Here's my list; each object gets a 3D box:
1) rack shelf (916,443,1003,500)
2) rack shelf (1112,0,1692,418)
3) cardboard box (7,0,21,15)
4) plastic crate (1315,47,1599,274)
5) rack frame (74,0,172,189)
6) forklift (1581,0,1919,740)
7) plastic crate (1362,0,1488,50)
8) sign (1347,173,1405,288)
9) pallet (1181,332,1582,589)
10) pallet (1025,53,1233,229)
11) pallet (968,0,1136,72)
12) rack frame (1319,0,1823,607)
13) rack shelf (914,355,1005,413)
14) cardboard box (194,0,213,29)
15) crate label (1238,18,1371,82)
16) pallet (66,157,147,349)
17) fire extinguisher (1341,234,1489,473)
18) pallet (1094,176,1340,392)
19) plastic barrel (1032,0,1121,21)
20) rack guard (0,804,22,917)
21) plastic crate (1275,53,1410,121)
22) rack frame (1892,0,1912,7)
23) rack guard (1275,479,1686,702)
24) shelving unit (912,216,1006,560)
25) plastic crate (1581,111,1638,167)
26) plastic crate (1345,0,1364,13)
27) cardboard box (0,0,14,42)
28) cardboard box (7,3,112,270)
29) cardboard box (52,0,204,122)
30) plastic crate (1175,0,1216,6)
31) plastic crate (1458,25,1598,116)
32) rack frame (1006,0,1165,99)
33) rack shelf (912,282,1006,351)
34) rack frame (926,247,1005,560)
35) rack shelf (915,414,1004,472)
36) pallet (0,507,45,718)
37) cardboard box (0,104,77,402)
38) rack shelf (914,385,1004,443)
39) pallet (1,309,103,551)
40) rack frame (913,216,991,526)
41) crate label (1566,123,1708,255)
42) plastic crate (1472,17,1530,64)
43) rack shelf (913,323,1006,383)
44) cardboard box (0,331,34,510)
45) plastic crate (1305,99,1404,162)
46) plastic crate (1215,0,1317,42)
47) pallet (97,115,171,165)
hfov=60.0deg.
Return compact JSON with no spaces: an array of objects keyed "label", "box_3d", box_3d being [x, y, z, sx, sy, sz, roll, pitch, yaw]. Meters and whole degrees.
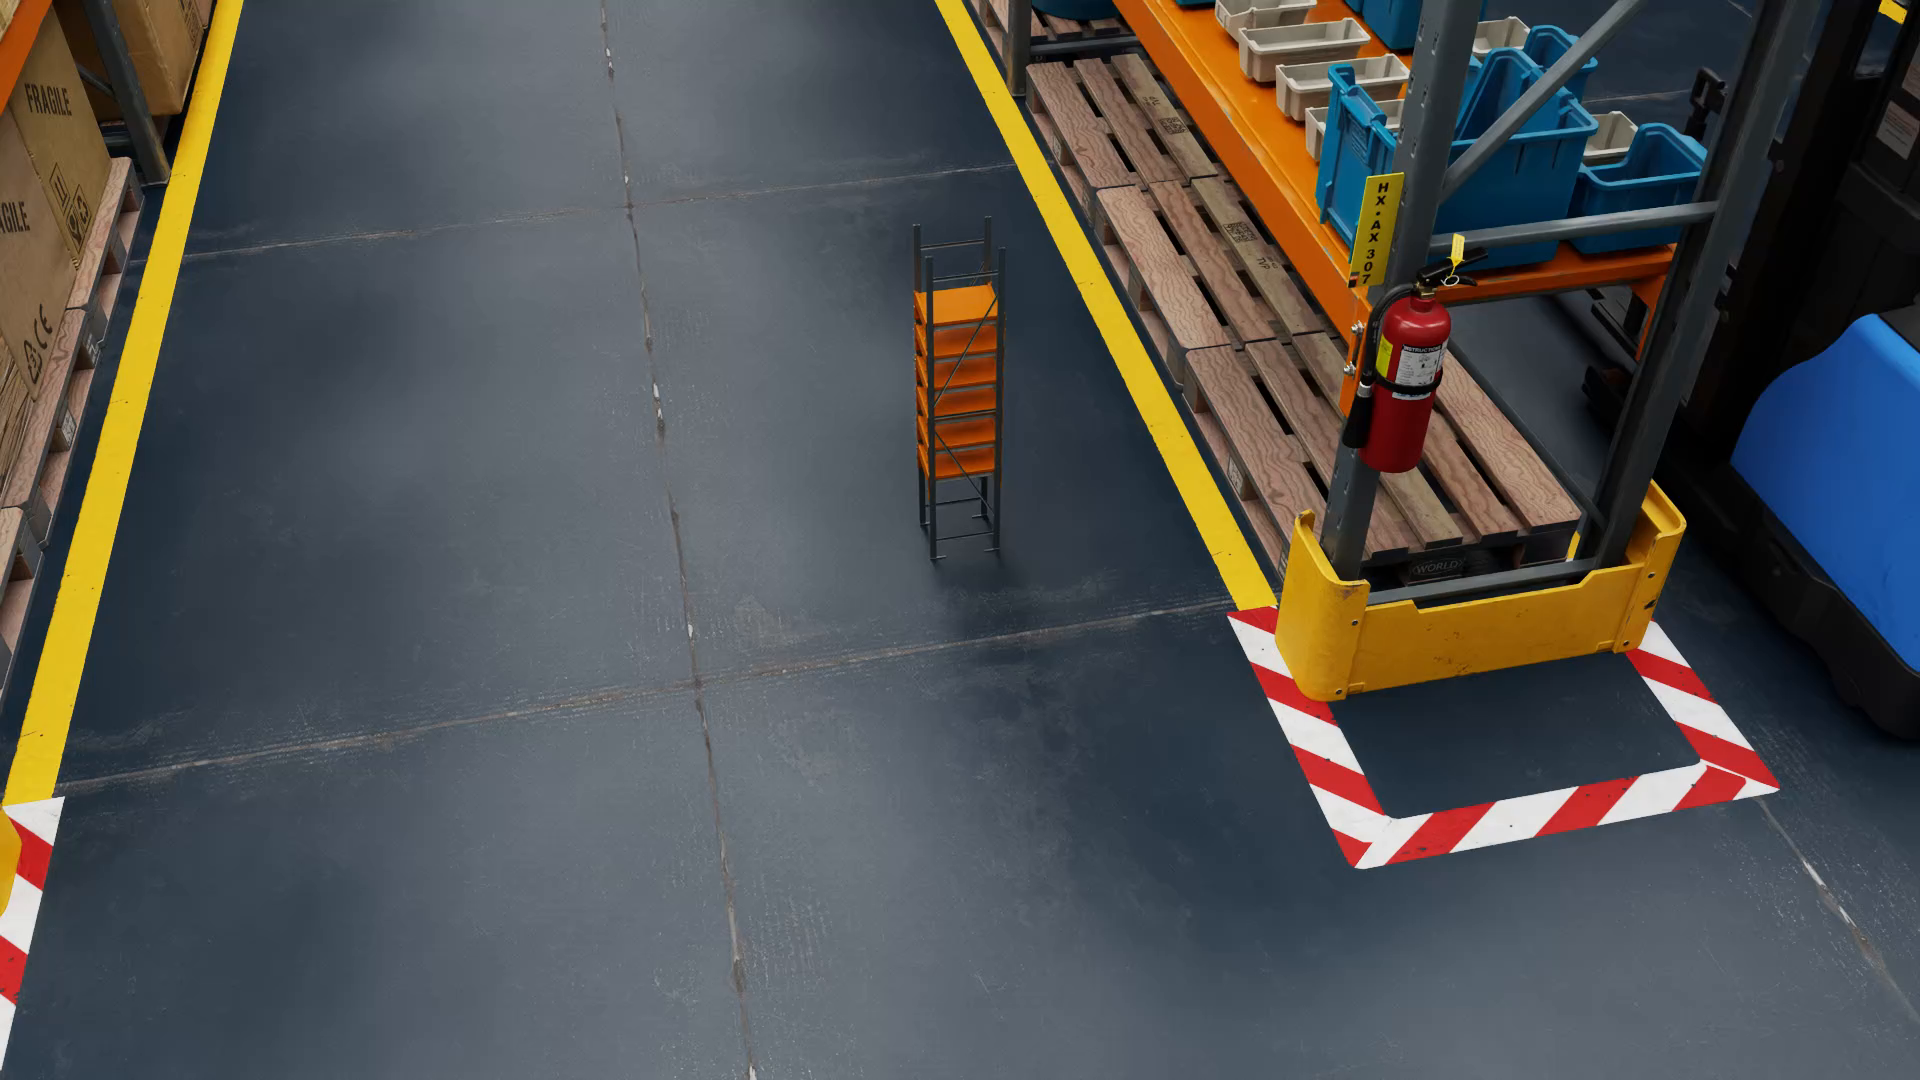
[{"label":"rack shelf","box_3d":[-0.003,-0.245,5.551,0.258,0.103,0.180,-8,42,-9]},{"label":"rack shelf","box_3d":[1.165,-1.844,6.110,1.077,0.370,4.000,-8,42,-9]},{"label":"cardboard box","box_3d":[-3.551,-1.955,5.883,0.380,0.149,0.250,-8,42,-8]},{"label":"plastic crate","box_3d":[1.342,-1.043,4.594,0.616,0.435,0.499,-8,42,-9]},{"label":"rack frame","box_3d":[-4.103,-2.700,6.532,1.000,3.000,0.127,-8,42,-9]},{"label":"forklift","box_3d":[2.987,-1.487,5.217,1.130,2.935,3.031,-8,42,-9]},{"label":"plastic crate","box_3d":[1.580,-1.837,5.641,0.416,0.233,0.300,-8,42,-9]},{"label":"sign","box_3d":[1.063,-0.789,4.256,0.100,0.325,0.005,-8,42,-9]},{"label":"pallet","box_3d":[1.456,-0.314,5.945,1.003,0.211,1.213,-8,42,-9]},{"label":"pallet","box_3d":[0.930,-1.896,7.727,1.003,0.211,1.213,-8,42,-9]},{"label":"pallet","box_3d":[0.607,-2.873,8.828,1.003,0.211,1.213,-8,42,-9]},{"label":"rack frame","box_3d":[1.597,-0.817,4.411,1.000,3.000,0.127,-8,42,-9]},{"label":"rack shelf","box_3d":[-0.003,-0.515,5.312,0.258,0.103,0.180,-8,42,-9]},{"label":"cardboard box","box_3d":[-4.454,-3.054,8.215,1.225,0.875,0.875,-10,43,-11]},{"label":"crate label","box_3d":[1.111,-1.610,5.458,0.396,0.136,0.243,-8,42,-9]},{"label":"pallet","box_3d":[-4.015,-1.153,6.890,1.003,0.211,1.213,-8,42,-9]},{"label":"fire extinguisher","box_3d":[1.185,-0.486,4.377,0.296,0.674,0.183,-8,42,-9]},{"label":"pallet","box_3d":[1.197,-1.103,6.834,1.003,0.211,1.213,-8,42,-9]},{"label":"plastic barrel","box_3d":[0.632,-3.137,8.289,0.600,0.901,0.708,-8,42,-9]},{"label":"rack guard","box_3d":[-3.235,0.843,4.424,1.175,0.500,0.348,-8,42,-9]},{"label":"plastic crate","box_3d":[1.195,-1.433,5.259,0.396,0.136,0.243,-8,42,-9]},{"label":"rack frame","box_3d":[5.571,-4.117,8.129,1.000,3.000,0.127,-8,42,-9]},{"label":"rack guard","box_3d":[1.614,0.132,5.225,1.175,0.500,0.348,-8,42,-9]},{"label":"shelving unit","box_3d":[-0.003,-0.458,5.362,0.258,1.200,0.189,-8,42,-9]},{"label":"plastic crate","box_3d":[1.876,-1.168,4.959,0.250,0.136,0.298,-8,42,-9]},{"label":"plastic crate","box_3d":[1.516,-2.032,5.861,0.416,0.233,0.300,-8,42,-9]},{"label":"cardboard box","box_3d":[-3.495,-1.788,5.694,0.380,0.149,0.250,-8,42,-8]},{"label":"cardboard box","box_3d":[-4.039,-1.623,6.603,0.875,0.875,0.875,-8,42,-9]},{"label":"cardboard box","box_3d":[-4.261,-2.475,7.562,1.225,0.875,0.875,-8,42,-9]},{"label":"plastic crate","box_3d":[0.903,-2.071,5.905,0.416,0.233,0.300,-8,42,-9]},{"label":"plastic crate","box_3d":[1.723,-1.411,5.161,0.416,0.233,0.300,-8,42,-9]},{"label":"rack frame","box_3d":[0.733,-3.410,7.332,1.000,3.000,0.127,-8,42,-9]},{"label":"rack shelf","box_3d":[-0.003,-0.694,5.153,0.258,0.103,0.180,-8,42,-9]},{"label":"rack frame","box_3d":[0.017,-0.399,5.295,0.240,1.200,0.006,-8,42,-9]},{"label":"rack shelf","box_3d":[-0.003,-0.335,5.471,0.258,0.103,0.180,-8,42,-9]},{"label":"pallet","box_3d":[-3.489,0.429,5.108,1.003,0.211,1.213,-8,42,-9]},{"label":"cardboard box","box_3d":[-3.844,-1.040,5.946,0.875,0.875,0.875,-8,42,-9]},{"label":"rack shelf","box_3d":[-0.003,-0.425,5.392,0.258,0.103,0.180,-8,42,-9]},{"label":"pallet","box_3d":[-3.749,-0.361,5.997,1.003,0.211,1.213,-8,42,-9]},{"label":"rack frame","box_3d":[-0.023,-0.517,5.429,0.240,1.200,0.006,-8,42,-9]},{"label":"crate label","box_3d":[1.865,-0.984,4.680,0.416,0.233,0.303,-8,42,-9]},{"label":"plastic crate","box_3d":[1.730,-1.607,5.455,0.250,0.136,0.298,-8,42,-9]},{"label":"rack shelf","box_3d":[-0.003,-0.604,5.232,0.258,0.103,0.180,-8,42,-9]},{"label":"cardboard box","box_3d":[-3.652,-0.463,5.296,0.875,0.875,0.875,-8,42,-9]},{"label":"plastic crate","box_3d":[1.244,-1.243,5.045,0.396,0.136,0.243,-8,42,-9]},{"label":"plastic crate","box_3d":[1.029,-1.800,5.671,0.298,0.136,0.250,-8,42,-9]},{"label":"pallet","box_3d":[-4.343,-2.147,8.009,1.003,0.211,1.213,-8,42,-9]}]
